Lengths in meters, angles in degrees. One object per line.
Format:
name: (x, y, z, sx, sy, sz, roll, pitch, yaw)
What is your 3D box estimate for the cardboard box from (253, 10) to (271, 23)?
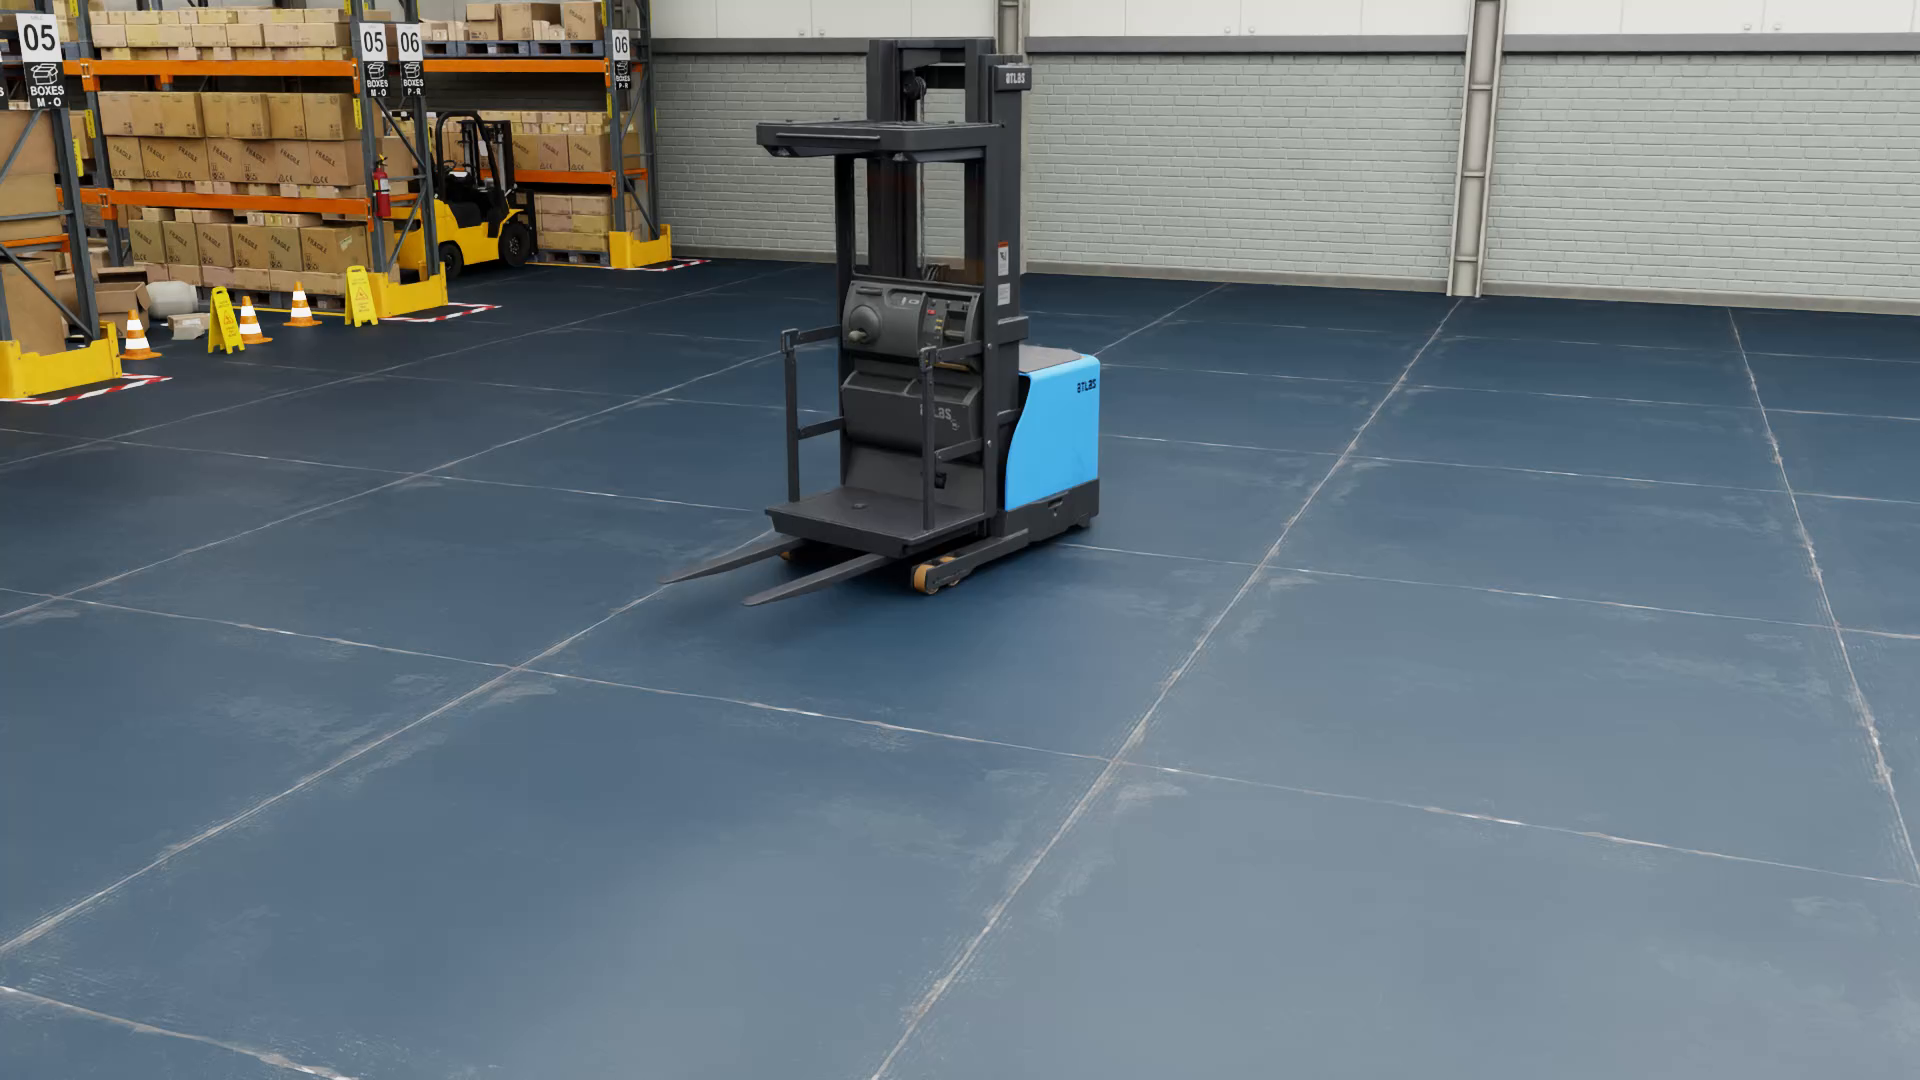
cardboard box: (-7.736, -5.905, 18.774, 0.250, 0.149, 0.380, 6, 17, 21)

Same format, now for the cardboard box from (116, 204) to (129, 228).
cardboard box: (-13.447, -5.322, 26.855, 0.500, 0.500, 0.500, 7, 18, 23)

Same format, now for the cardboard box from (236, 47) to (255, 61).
cardboard box: (-8.016, -5.542, 18.955, 0.250, 0.149, 0.380, 6, 17, 19)

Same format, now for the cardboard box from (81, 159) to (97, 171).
cardboard box: (-10.702, -4.591, 20.306, 0.250, 0.149, 0.380, 7, 17, 21)

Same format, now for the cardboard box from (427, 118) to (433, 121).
cardboard box: (-7.599, -6.183, 24.215, 0.250, 0.149, 0.380, 6, 17, 20)

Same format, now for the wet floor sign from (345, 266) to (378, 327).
wet floor sign: (-6.617, -2.693, 18.291, 0.232, 0.644, 0.267, 14, 21, 40)

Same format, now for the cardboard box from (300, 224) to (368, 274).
cardboard box: (-7.242, -3.376, 19.255, 0.500, 0.500, 0.500, 6, 17, 21)

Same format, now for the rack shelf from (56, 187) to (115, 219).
rack shelf: (-11.982, -4.388, 21.200, 4.000, 0.370, 1.077, 6, 17, 21)

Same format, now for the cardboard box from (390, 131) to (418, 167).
cardboard box: (-7.987, -5.752, 24.427, 0.500, 0.500, 0.500, 6, 17, 19)

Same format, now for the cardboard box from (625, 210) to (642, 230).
cardboard box: (-4.944, -4.631, 24.028, 0.500, 0.250, 0.500, 7, 17, 22)

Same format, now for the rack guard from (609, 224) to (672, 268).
rack guard: (-4.561, -4.205, 23.762, 0.348, 0.500, 1.175, 6, 17, 21)

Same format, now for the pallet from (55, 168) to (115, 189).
pallet: (-10.779, -4.553, 20.821, 1.213, 0.211, 1.003, 6, 17, 21)

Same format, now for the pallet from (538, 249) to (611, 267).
pallet: (-5.310, -4.136, 24.042, 1.213, 0.211, 1.003, 6, 17, 21)

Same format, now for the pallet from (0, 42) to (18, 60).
pallet: (-11.623, -6.076, 20.679, 1.003, 0.211, 1.213, 6, 17, 21)

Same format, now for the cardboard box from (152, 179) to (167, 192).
cardboard box: (-9.434, -4.262, 19.924, 0.250, 0.149, 0.380, 6, 17, 20)

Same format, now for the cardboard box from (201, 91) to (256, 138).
cardboard box: (-8.349, -4.953, 19.349, 0.500, 0.500, 0.700, 6, 17, 20)

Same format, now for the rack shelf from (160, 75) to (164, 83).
rack shelf: (-13.885, -7.526, 26.627, 4.000, 0.370, 1.077, 6, 17, 21)

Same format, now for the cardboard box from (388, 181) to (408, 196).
cardboard box: (-6.641, -4.088, 19.325, 0.250, 0.149, 0.380, 6, 17, 21)

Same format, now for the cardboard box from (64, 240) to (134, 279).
cardboard box: (-10.611, -3.522, 20.886, 0.625, 0.372, 0.950, 7, 17, 21)

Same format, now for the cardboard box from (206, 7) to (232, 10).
cardboard box: (-10.934, -7.802, 25.174, 0.500, 0.500, 0.700, 6, 17, 20)

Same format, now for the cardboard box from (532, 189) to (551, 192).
cardboard box: (-6.362, -5.026, 24.491, 0.500, 0.250, 0.500, 6, 17, 20)

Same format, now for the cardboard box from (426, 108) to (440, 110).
cardboard box: (-7.896, -6.365, 24.843, 0.250, 0.149, 0.380, 6, 17, 21)

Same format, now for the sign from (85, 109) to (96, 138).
sign: (-10.322, -4.941, 19.737, 0.005, 0.325, 0.100, 6, 17, 21)

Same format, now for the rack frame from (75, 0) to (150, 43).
rack frame: (-10.122, -7.410, 19.559, 0.127, 3.000, 1.000, 6, 17, 21)

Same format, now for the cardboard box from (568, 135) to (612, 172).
cardboard box: (-5.137, -5.438, 23.346, 0.500, 0.500, 0.500, 6, 17, 19)

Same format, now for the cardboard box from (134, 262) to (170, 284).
cardboard box: (-9.672, -3.280, 20.271, 0.500, 0.250, 0.500, 5, 17, 18)

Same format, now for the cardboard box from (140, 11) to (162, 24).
cardboard box: (-9.219, -6.033, 19.215, 0.250, 0.149, 0.380, 6, 17, 20)

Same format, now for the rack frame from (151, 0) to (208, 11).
rack frame: (-12.025, -9.107, 25.404, 0.127, 3.000, 1.000, 6, 17, 21)

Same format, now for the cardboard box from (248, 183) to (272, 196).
cardboard box: (-8.043, -4.095, 19.350, 0.250, 0.149, 0.380, 6, 17, 20)

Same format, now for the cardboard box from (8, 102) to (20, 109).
cardboard box: (-11.544, -5.311, 20.459, 0.250, 0.149, 0.380, 6, 17, 18)

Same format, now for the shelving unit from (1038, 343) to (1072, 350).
shelving unit: (0.555, -0.733, 10.807, 0.252, 1.050, 0.215, 11, 19, 34)

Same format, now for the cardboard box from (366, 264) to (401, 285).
cardboard box: (-7.050, -3.156, 19.842, 0.500, 0.250, 0.500, 6, 17, 20)

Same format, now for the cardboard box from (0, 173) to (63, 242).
cardboard box: (-8.485, -2.924, 14.597, 0.550, 0.550, 0.875, 6, 17, 21)

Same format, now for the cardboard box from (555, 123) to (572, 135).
cardboard box: (-5.476, -5.791, 23.399, 0.250, 0.149, 0.380, 7, 17, 22)

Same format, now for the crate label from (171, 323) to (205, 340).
crate label: (-8.119, -2.197, 17.494, 0.298, 0.136, 0.250, -2, 16, -8)

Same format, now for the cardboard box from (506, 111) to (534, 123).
cardboard box: (-6.217, -5.997, 23.574, 0.250, 0.149, 0.380, 7, 17, 22)

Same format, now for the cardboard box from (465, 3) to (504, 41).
cardboard box: (-6.530, -7.330, 23.545, 0.637, 0.503, 0.797, 7, 18, 22)

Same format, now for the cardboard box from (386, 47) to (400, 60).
cardboard box: (-6.590, -5.558, 19.010, 0.250, 0.149, 0.380, 6, 17, 21)

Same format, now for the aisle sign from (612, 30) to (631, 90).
aisle sign: (-4.630, -6.573, 22.774, 0.004, 0.787, 0.394, 6, 17, 21)

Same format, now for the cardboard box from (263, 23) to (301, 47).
cardboard box: (-7.438, -5.669, 18.677, 0.500, 0.250, 0.500, 6, 17, 20)

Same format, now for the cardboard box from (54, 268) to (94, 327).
cardboard box: (-9.837, -2.603, 17.994, 0.503, 0.637, 0.797, 6, 17, 21)

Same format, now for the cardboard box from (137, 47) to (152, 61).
cardboard box: (-9.428, -5.716, 19.552, 0.250, 0.149, 0.380, 6, 17, 21)

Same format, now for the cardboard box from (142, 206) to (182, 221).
cardboard box: (-9.578, -3.923, 19.978, 0.250, 0.149, 0.380, 7, 17, 21)

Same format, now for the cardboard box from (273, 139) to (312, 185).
cardboard box: (-7.471, -4.348, 19.056, 0.500, 0.500, 0.500, 6, 17, 21)

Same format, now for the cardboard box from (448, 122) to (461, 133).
cardboard box: (-7.164, -5.959, 23.976, 0.250, 0.149, 0.380, 6, 17, 20)

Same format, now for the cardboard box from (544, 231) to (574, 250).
cardboard box: (-5.595, -4.309, 23.813, 0.500, 0.250, 0.500, 6, 17, 21)

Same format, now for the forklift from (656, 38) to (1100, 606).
forklift: (-0.408, -1.262, 9.264, 1.130, 2.935, 3.031, 12, 20, 35)

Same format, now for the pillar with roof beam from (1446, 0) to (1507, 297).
pillar with roof beam: (4.684, -6.250, 15.561, 0.400, 9.000, 9.100, 6, 17, 21)
